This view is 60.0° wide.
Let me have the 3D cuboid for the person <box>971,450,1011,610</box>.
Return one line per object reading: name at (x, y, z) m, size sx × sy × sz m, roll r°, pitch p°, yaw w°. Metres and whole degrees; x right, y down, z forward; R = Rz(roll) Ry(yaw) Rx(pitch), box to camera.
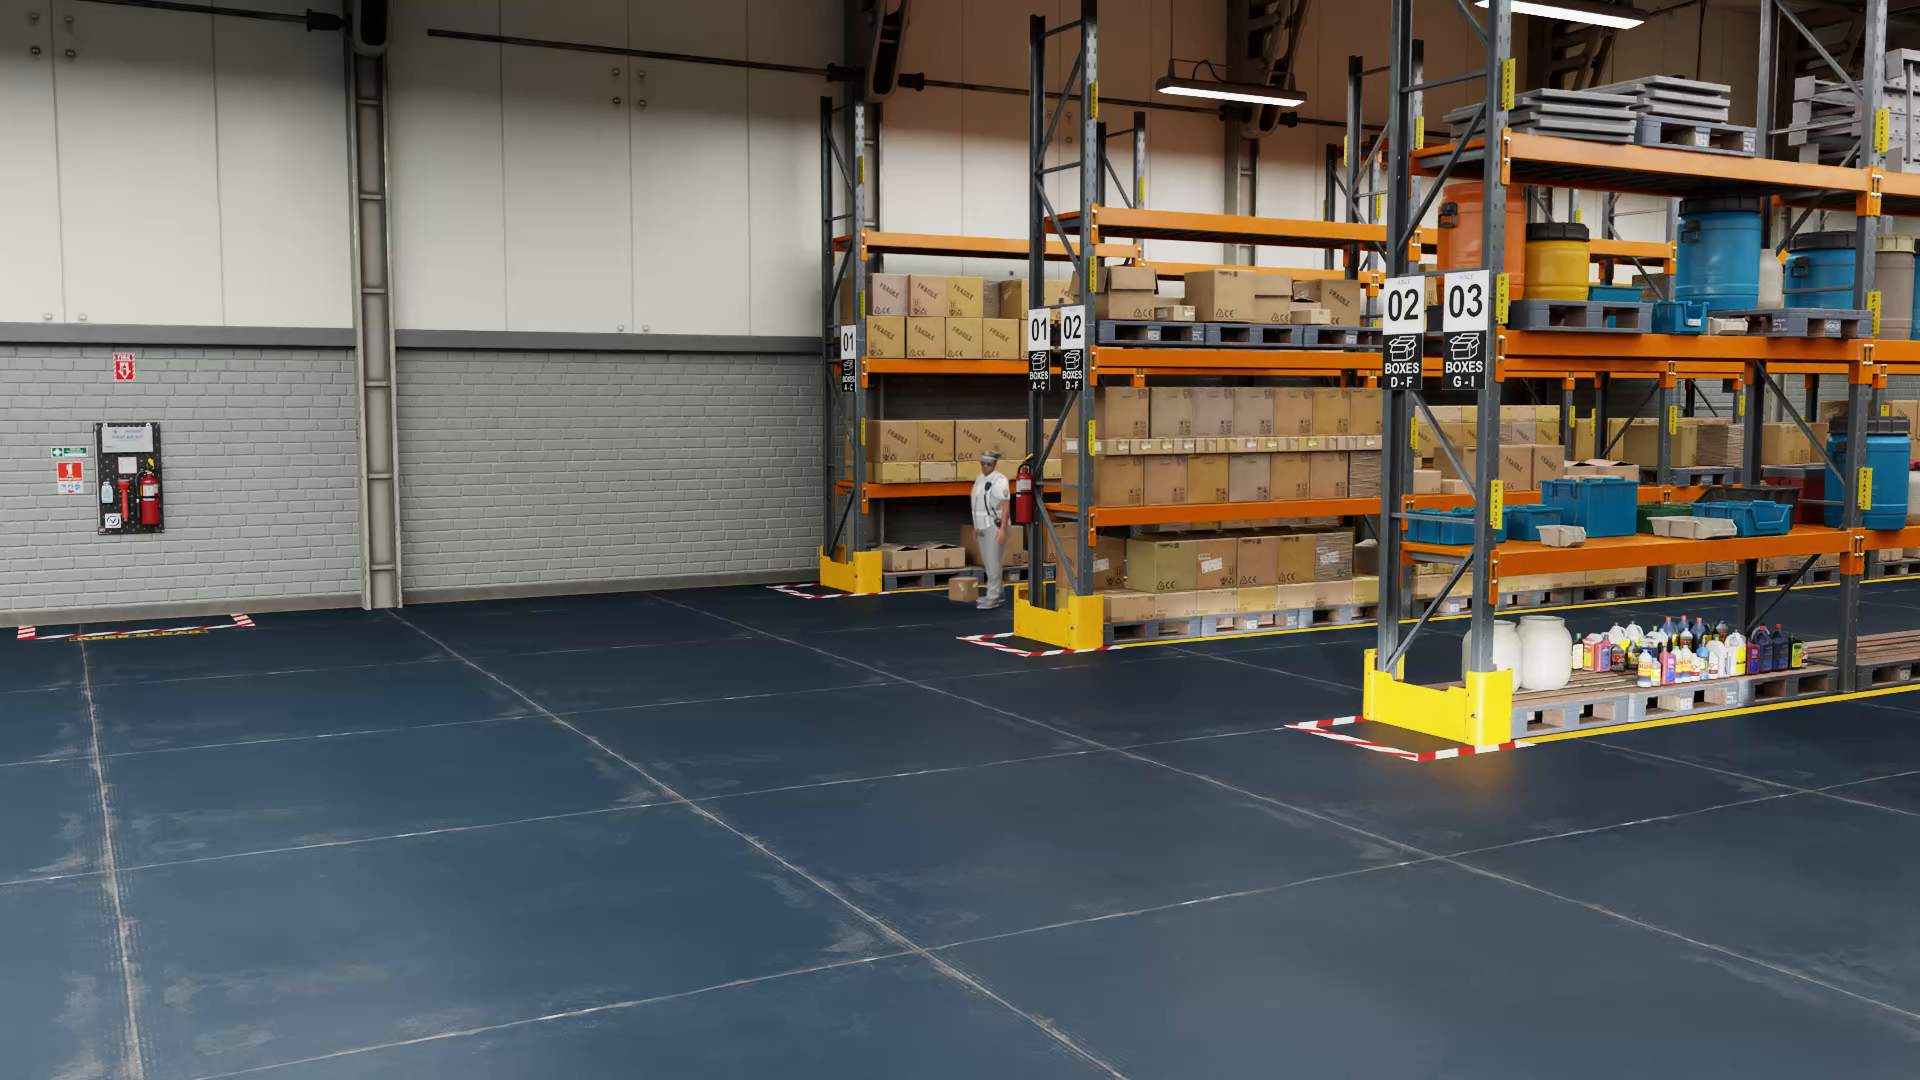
person at (0.322, -0.130, 18.575) m, size 0.538 × 1.754 × 0.562 m, roll -3°, pitch 6°, yaw -30°
